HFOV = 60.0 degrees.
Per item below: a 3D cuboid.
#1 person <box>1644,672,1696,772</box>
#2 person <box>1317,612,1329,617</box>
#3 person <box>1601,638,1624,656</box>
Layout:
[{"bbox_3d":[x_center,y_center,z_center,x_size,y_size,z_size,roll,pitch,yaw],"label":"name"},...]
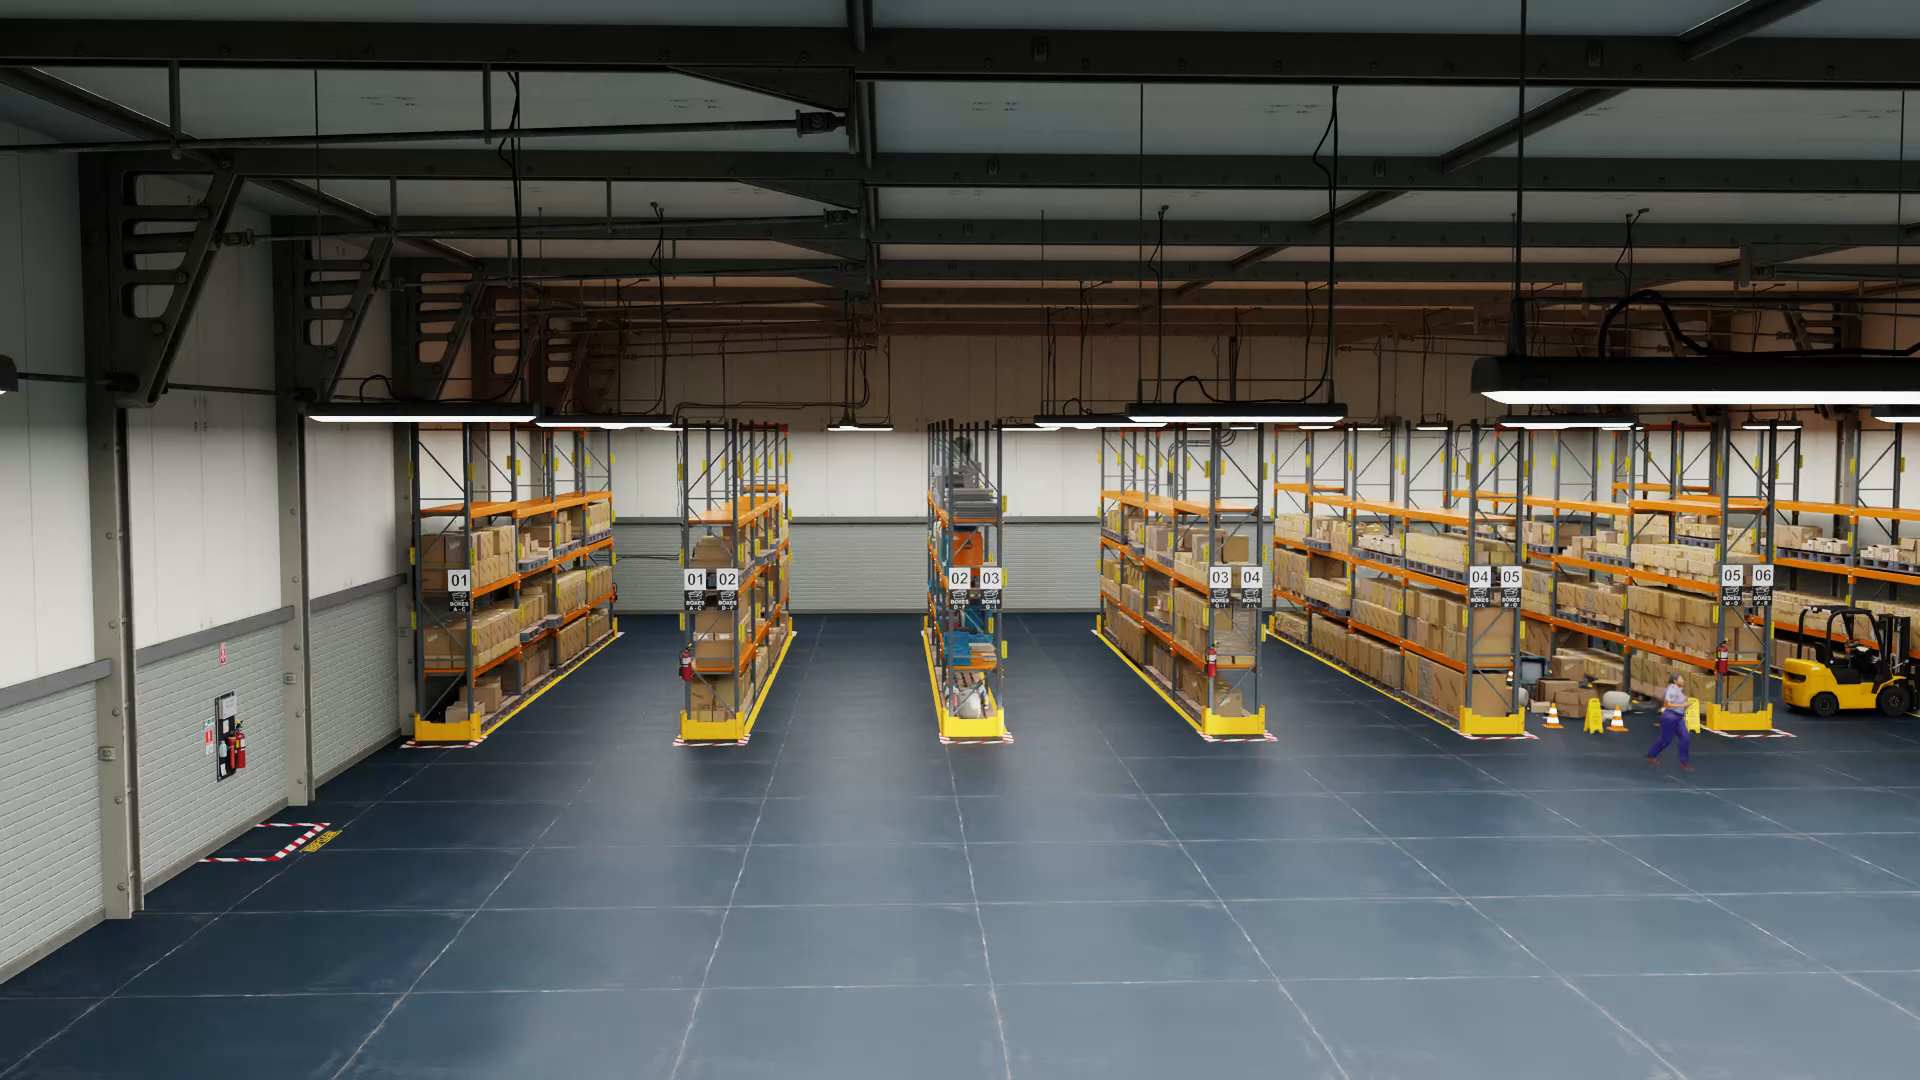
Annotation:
[{"bbox_3d":[12.092,3.096,28.304,0.826,1.697,0.582,3,5,41],"label":"person"},{"bbox_3d":[10.866,1.700,49.347,0.654,1.731,0.654,-1,4,-22],"label":"person"},{"bbox_3d":[16.684,2.096,42.635,0.671,1.783,0.884,0,4,-6],"label":"person"}]
